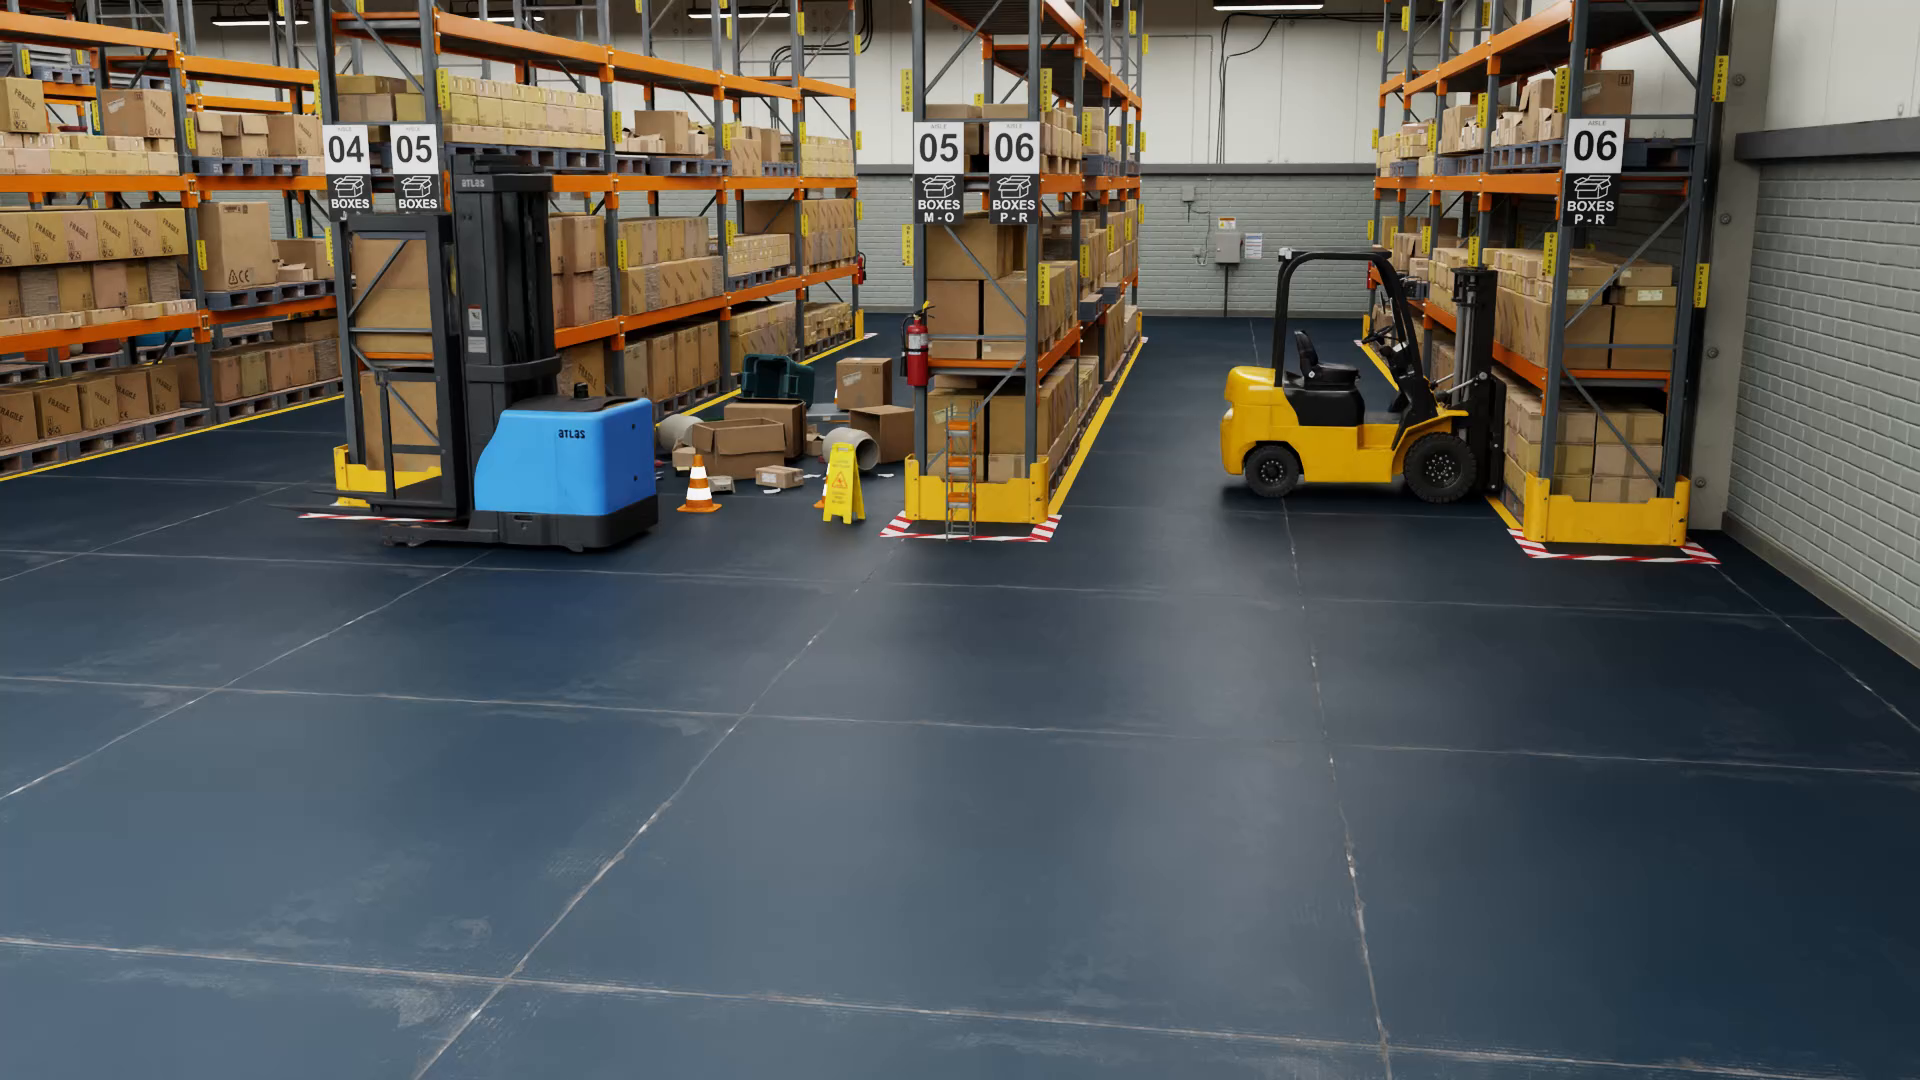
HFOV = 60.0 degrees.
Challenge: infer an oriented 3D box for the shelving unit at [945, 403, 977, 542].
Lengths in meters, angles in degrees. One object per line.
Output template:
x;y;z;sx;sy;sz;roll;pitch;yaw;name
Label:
0.008;-0.524;12.934;0.215;1.050;0.252;2;12;9;shelving unit

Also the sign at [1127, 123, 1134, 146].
2.513;-5.992;24.584;0.100;0.325;0.005;2;12;9;sign

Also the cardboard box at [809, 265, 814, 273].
-2.562;-4.370;26.745;0.380;0.149;0.250;1;12;6;cardboard box

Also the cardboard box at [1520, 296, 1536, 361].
4.940;-1.744;13.730;0.500;0.500;0.500;2;12;10;cardboard box

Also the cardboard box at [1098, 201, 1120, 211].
2.280;-5.047;25.142;0.380;0.149;0.250;2;12;8;cardboard box

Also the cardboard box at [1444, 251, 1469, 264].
5.843;-3.287;19.347;0.380;0.149;0.250;2;12;9;cardboard box

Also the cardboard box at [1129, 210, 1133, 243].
2.461;-4.975;26.348;0.500;0.500;0.500;2;12;10;cardboard box

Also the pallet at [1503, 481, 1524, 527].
5.111;-0.274;13.765;1.003;0.211;1.213;2;12;9;pallet

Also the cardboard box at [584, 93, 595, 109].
-3.943;-4.457;16.906;0.380;0.149;0.250;2;12;8;cardboard box

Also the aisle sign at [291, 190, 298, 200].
-12.379;-6.745;30.999;0.394;0.787;0.004;2;12;9;aisle sign

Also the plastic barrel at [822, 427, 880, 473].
-1.049;-0.857;15.963;0.421;0.421;0.512;-10;16;-40;plastic barrel

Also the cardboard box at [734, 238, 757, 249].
-3.084;-4.178;23.450;0.380;0.149;0.250;2;12;10;cardboard box

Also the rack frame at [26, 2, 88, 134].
-16.990;-8.543;31.275;1.000;3.000;0.127;2;12;9;rack frame

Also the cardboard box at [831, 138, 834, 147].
-2.306;-6.595;27.578;0.380;0.149;0.250;2;12;10;cardboard box

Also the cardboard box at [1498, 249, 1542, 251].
5.374;-2.706;15.948;0.380;0.149;0.250;2;12;10;cardboard box

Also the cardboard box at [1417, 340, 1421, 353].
6.205;-2.324;21.595;0.500;0.500;0.500;2;12;8;cardboard box

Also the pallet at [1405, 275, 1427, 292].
6.559;-3.453;22.353;1.003;0.211;1.213;2;12;9;pallet

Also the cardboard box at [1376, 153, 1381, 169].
7.157;-6.262;27.462;0.500;0.250;0.500;2;12;8;cardboard box

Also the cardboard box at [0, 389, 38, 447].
-9.492;-1.196;16.361;0.500;0.500;0.500;5;13;23;cardboard box

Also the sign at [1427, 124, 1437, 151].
5.729;-4.879;20.167;0.100;0.325;0.005;2;12;9;sign

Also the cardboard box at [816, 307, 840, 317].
-2.246;-3.873;28.203;0.380;0.149;0.250;2;12;11;cardboard box

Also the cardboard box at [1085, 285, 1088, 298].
1.189;-2.709;18.041;0.380;0.149;0.250;2;12;10;cardboard box

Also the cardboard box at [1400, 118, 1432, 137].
6.489;-5.869;23.660;0.396;0.266;0.258;2;12;8;cardboard box

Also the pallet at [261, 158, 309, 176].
-8.691;-4.506;20.109;1.213;0.211;1.003;2;12;9;pallet

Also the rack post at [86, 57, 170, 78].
-12.872;-7.338;25.862;0.937;0.300;0.954;2;12;8;rack post

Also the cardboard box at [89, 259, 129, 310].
-9.267;-2.683;17.380;0.875;0.500;0.500;2;12;9;cardboard box

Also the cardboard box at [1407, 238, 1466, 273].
6.333;-3.744;22.003;0.797;0.503;0.637;2;12;7;cardboard box

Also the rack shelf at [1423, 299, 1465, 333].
5.957;-2.374;18.598;1.077;0.370;4.000;2;12;9;rack shelf

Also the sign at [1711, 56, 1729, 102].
5.582;-3.390;12.221;0.100;0.325;0.005;2;12;9;sign

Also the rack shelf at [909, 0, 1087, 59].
0.437;-4.633;14.845;1.077;0.370;4.000;2;12;9;rack shelf

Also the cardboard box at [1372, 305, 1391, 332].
7.308;-3.668;27.823;0.797;0.503;0.637;1;12;6;cardboard box

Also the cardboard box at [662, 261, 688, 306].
-3.581;-3.073;19.897;0.500;0.500;0.500;2;12;10;cardboard box

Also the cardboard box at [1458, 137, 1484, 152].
5.637;-4.307;18.098;0.380;0.149;0.250;2;12;8;cardboard box

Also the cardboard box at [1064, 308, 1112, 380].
1.548;-2.610;22.031;0.875;0.875;0.875;2;12;8;cardboard box

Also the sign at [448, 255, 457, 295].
-4.230;-2.219;13.927;0.100;0.325;0.005;2;12;9;sign

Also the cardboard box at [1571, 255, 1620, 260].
5.600;-2.427;14.654;0.380;0.149;0.250;2;12;10;cardboard box

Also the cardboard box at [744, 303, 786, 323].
-2.889;-3.354;24.595;0.500;0.250;0.500;2;12;11;cardboard box

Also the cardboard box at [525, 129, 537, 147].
-4.175;-3.751;15.519;0.380;0.149;0.250;2;12;9;cardboard box

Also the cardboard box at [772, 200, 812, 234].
-2.622;-5.043;25.959;0.500;0.500;0.500;2;12;10;cardboard box

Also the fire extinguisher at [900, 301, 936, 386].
-0.344;-1.590;13.436;0.296;0.674;0.183;2;12;9;fire extinguisher

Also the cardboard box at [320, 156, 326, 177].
-8.326;-4.806;21.409;0.500;0.250;0.500;2;12;8;cardboard box

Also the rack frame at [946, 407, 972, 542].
-0.011;-0.499;12.816;0.200;1.050;0.008;2;12;9;rack frame

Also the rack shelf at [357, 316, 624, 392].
-4.470;-1.841;16.123;1.077;0.370;4.000;2;12;9;rack shelf

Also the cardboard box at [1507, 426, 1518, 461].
4.888;-0.798;13.919;0.500;0.250;0.500;2;12;8;cardboard box

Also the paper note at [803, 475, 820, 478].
-1.413;-0.613;15.793;0.148;0.019;0.142;7;14;28;paper note

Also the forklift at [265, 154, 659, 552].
-3.981;-1.484;12.922;3.031;2.935;1.130;3;13;14;forklift

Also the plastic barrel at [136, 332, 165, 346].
-12.921;-3.536;26.265;0.600;0.901;0.708;2;12;9;plastic barrel

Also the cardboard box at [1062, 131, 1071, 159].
0.773;-3.697;15.556;0.500;0.250;0.500;2;12;8;cardboard box

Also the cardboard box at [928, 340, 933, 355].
-0.095;-1.655;14.150;0.380;0.149;0.250;2;12;8;cardboard box

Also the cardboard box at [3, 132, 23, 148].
-9.186;-3.808;15.833;0.380;0.149;0.250;2;12;9;cardboard box

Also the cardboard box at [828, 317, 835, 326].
-2.319;-3.676;27.993;0.380;0.149;0.250;3;12;11;cardboard box

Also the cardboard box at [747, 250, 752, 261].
-3.119;-3.980;23.235;0.380;0.149;0.250;2;12;9;cardboard box

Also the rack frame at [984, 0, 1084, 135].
0.744;-5.402;16.701;1.000;3.000;0.127;2;12;9;rack frame

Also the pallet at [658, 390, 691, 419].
-3.933;-1.664;20.212;1.003;0.211;1.213;2;12;9;pallet

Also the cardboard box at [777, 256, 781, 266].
-2.877;-4.162;24.784;0.380;0.149;0.250;2;12;8;cardboard box
